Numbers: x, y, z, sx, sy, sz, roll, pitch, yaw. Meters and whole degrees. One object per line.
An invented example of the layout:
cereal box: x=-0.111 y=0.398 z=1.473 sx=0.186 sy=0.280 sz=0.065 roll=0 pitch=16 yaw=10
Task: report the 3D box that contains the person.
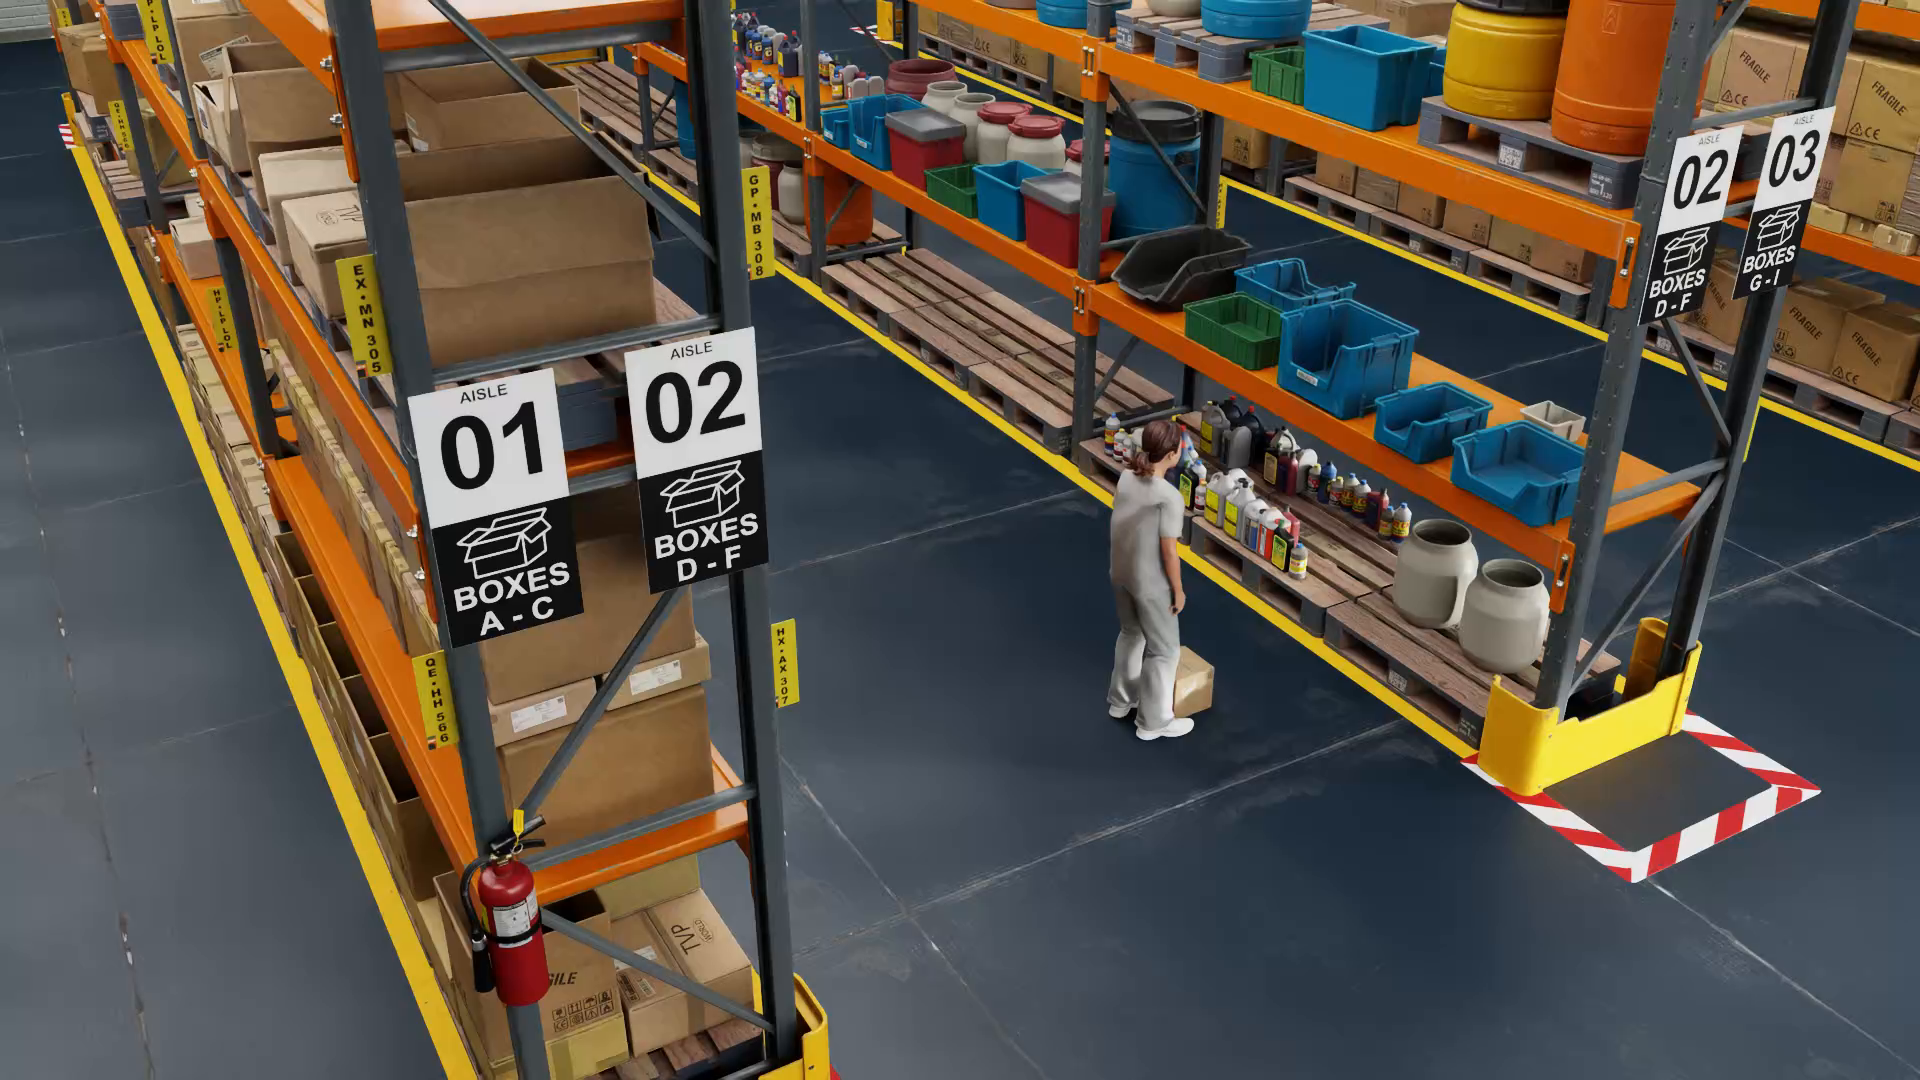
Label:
person: x=0.934 y=0.192 z=8.216 sx=0.363 sy=1.671 sz=0.502 roll=-18 pitch=34 yaw=-29
